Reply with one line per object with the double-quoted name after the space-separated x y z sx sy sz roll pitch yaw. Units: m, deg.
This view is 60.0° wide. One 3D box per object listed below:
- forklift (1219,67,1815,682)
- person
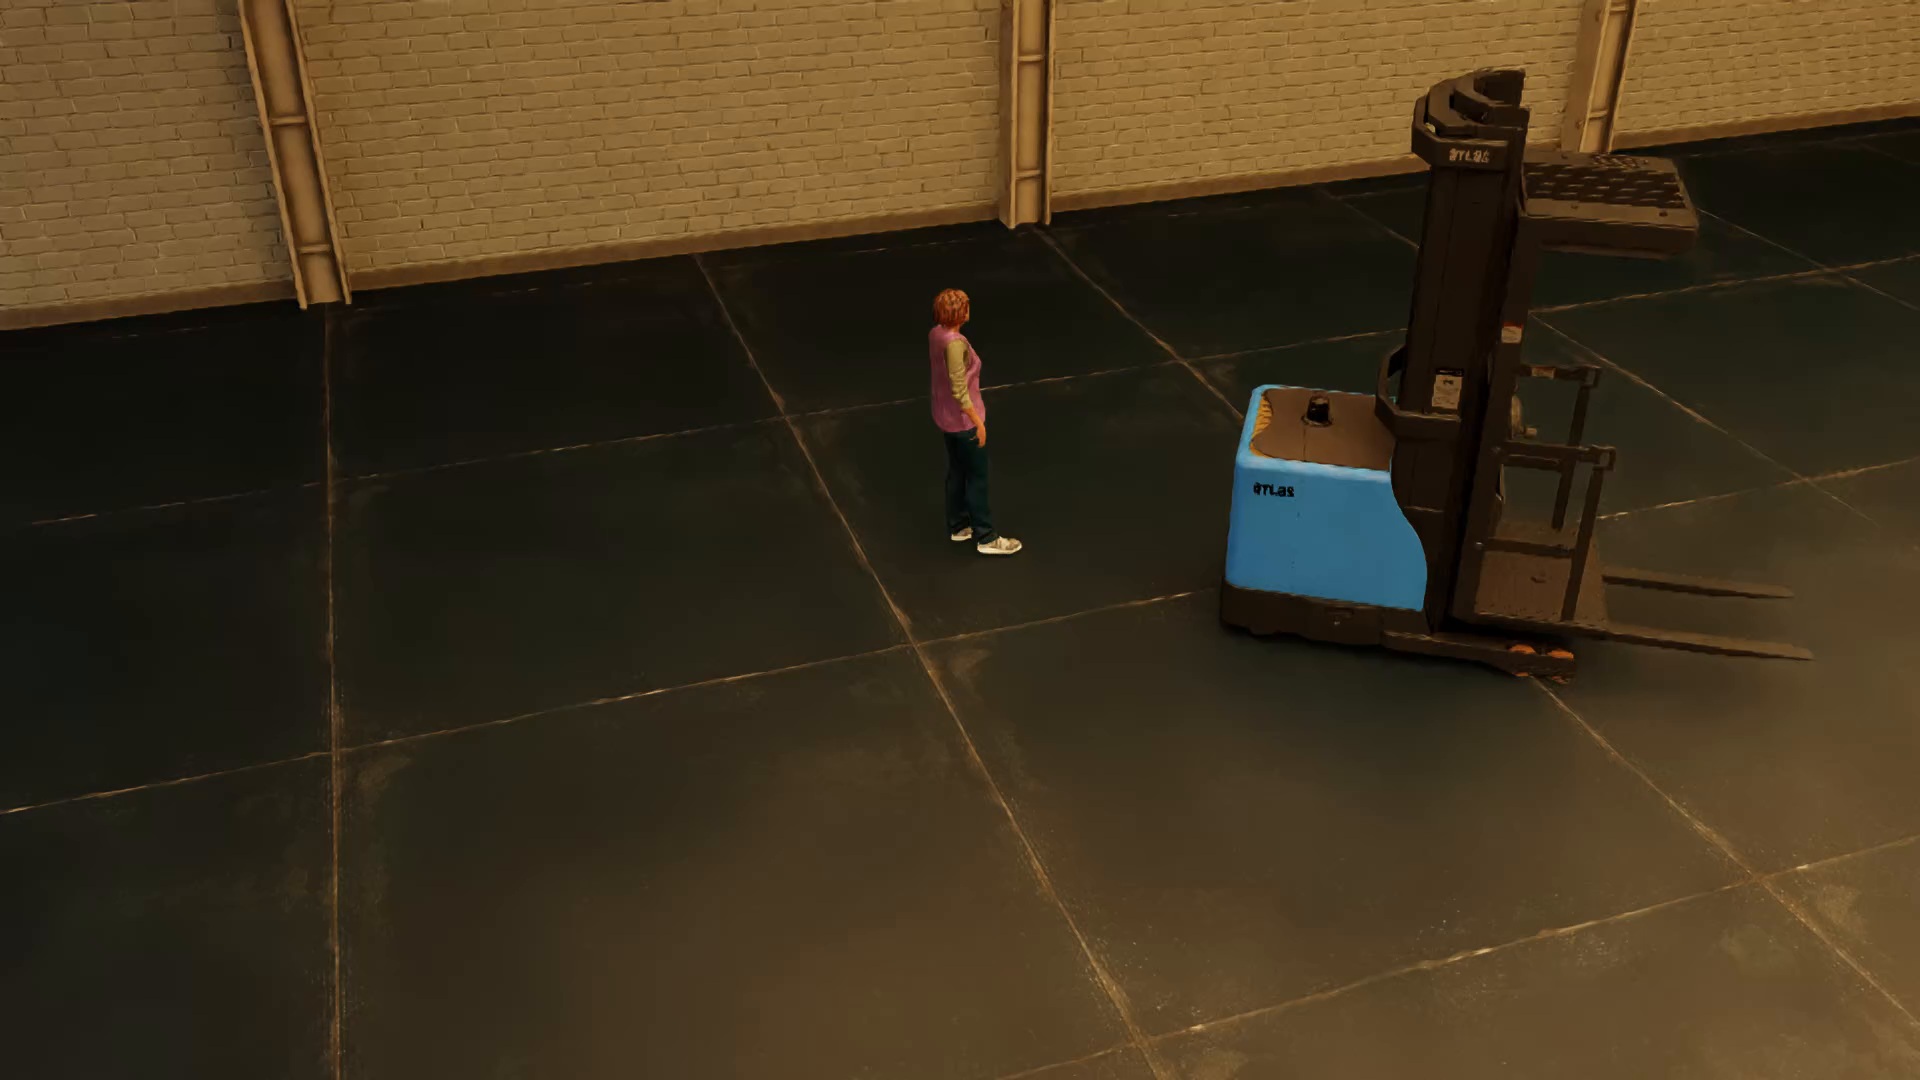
3.001 -0.821 8.514 3.031 2.935 1.130 7 31 12 "forklift"
0.075 -0.704 9.633 0.474 1.597 0.520 -10 31 -16 "person"
